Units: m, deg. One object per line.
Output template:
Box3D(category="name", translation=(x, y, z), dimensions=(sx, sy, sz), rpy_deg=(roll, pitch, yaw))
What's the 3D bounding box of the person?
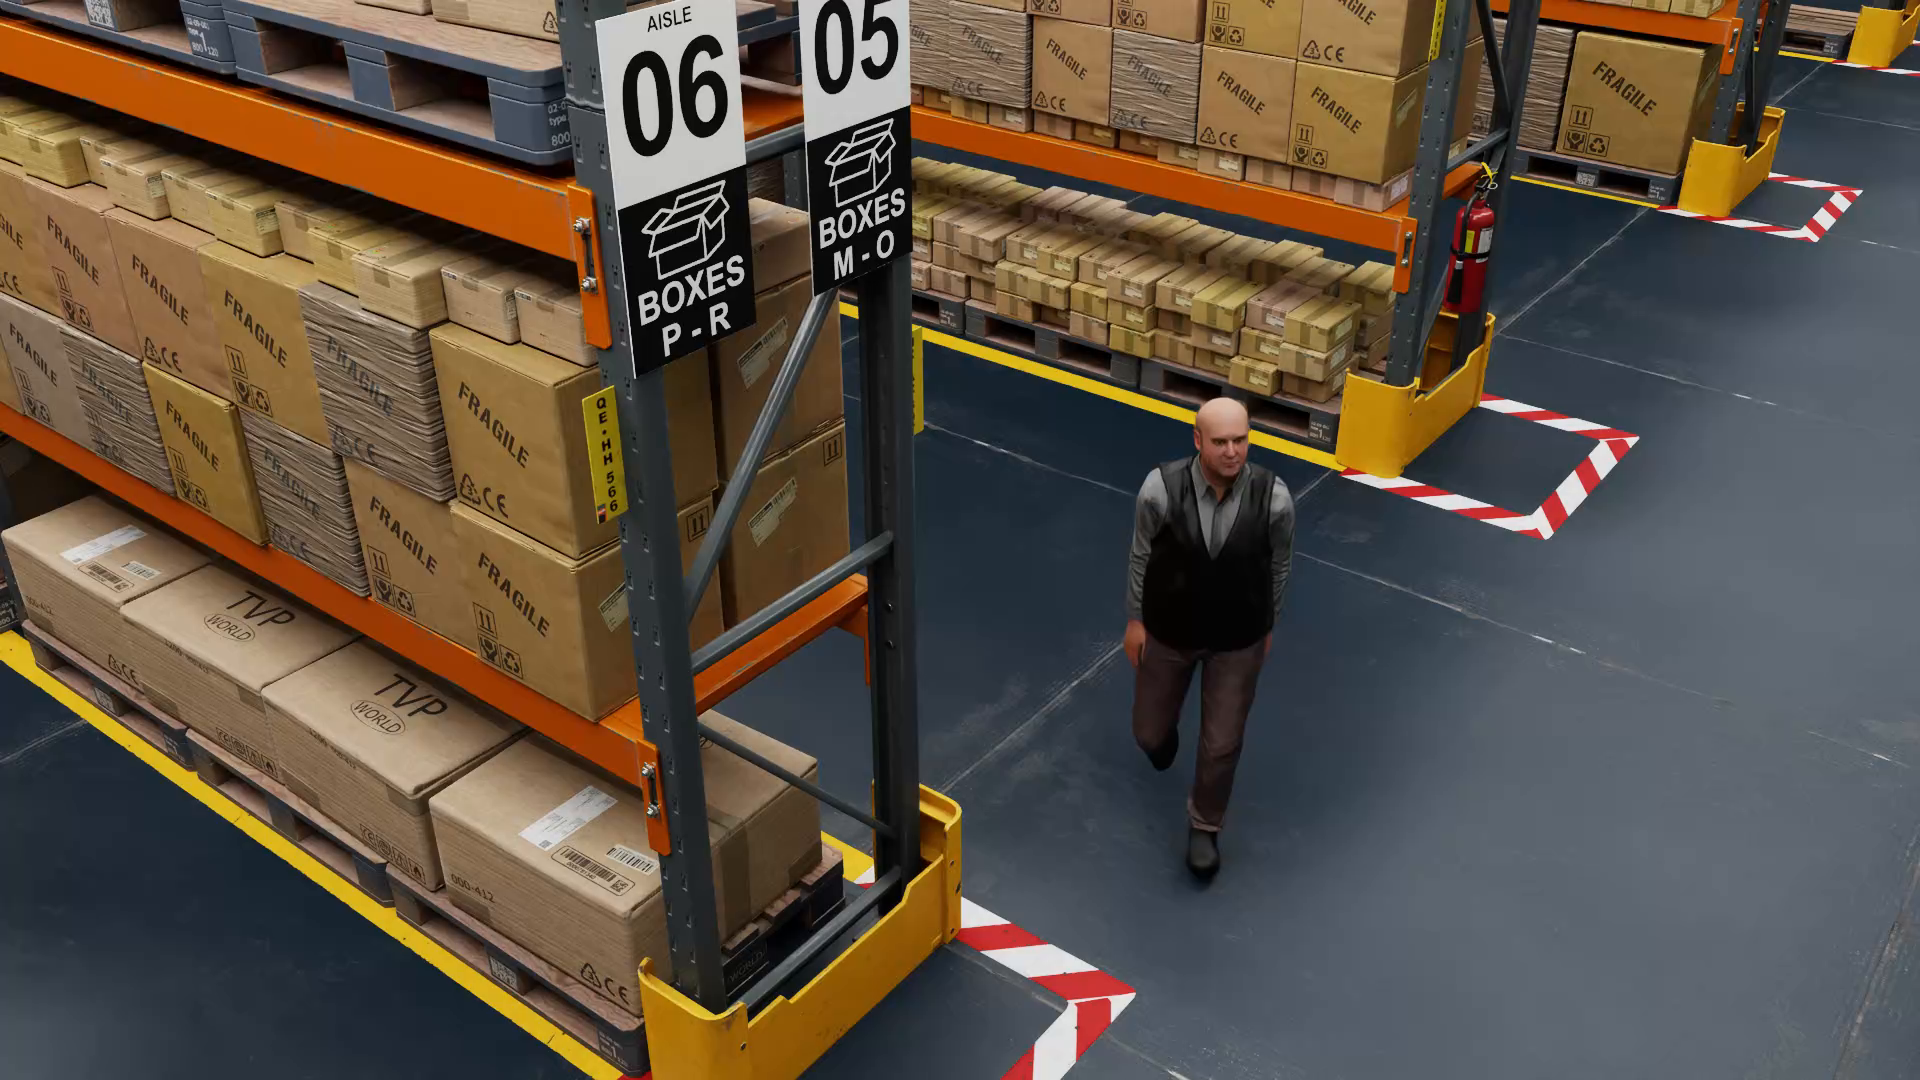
Box3D(category="person", translation=(0.830, 0.281, 5.653), dimensions=(0.537, 1.707, 0.704), rpy_deg=(4, 31, 6))
